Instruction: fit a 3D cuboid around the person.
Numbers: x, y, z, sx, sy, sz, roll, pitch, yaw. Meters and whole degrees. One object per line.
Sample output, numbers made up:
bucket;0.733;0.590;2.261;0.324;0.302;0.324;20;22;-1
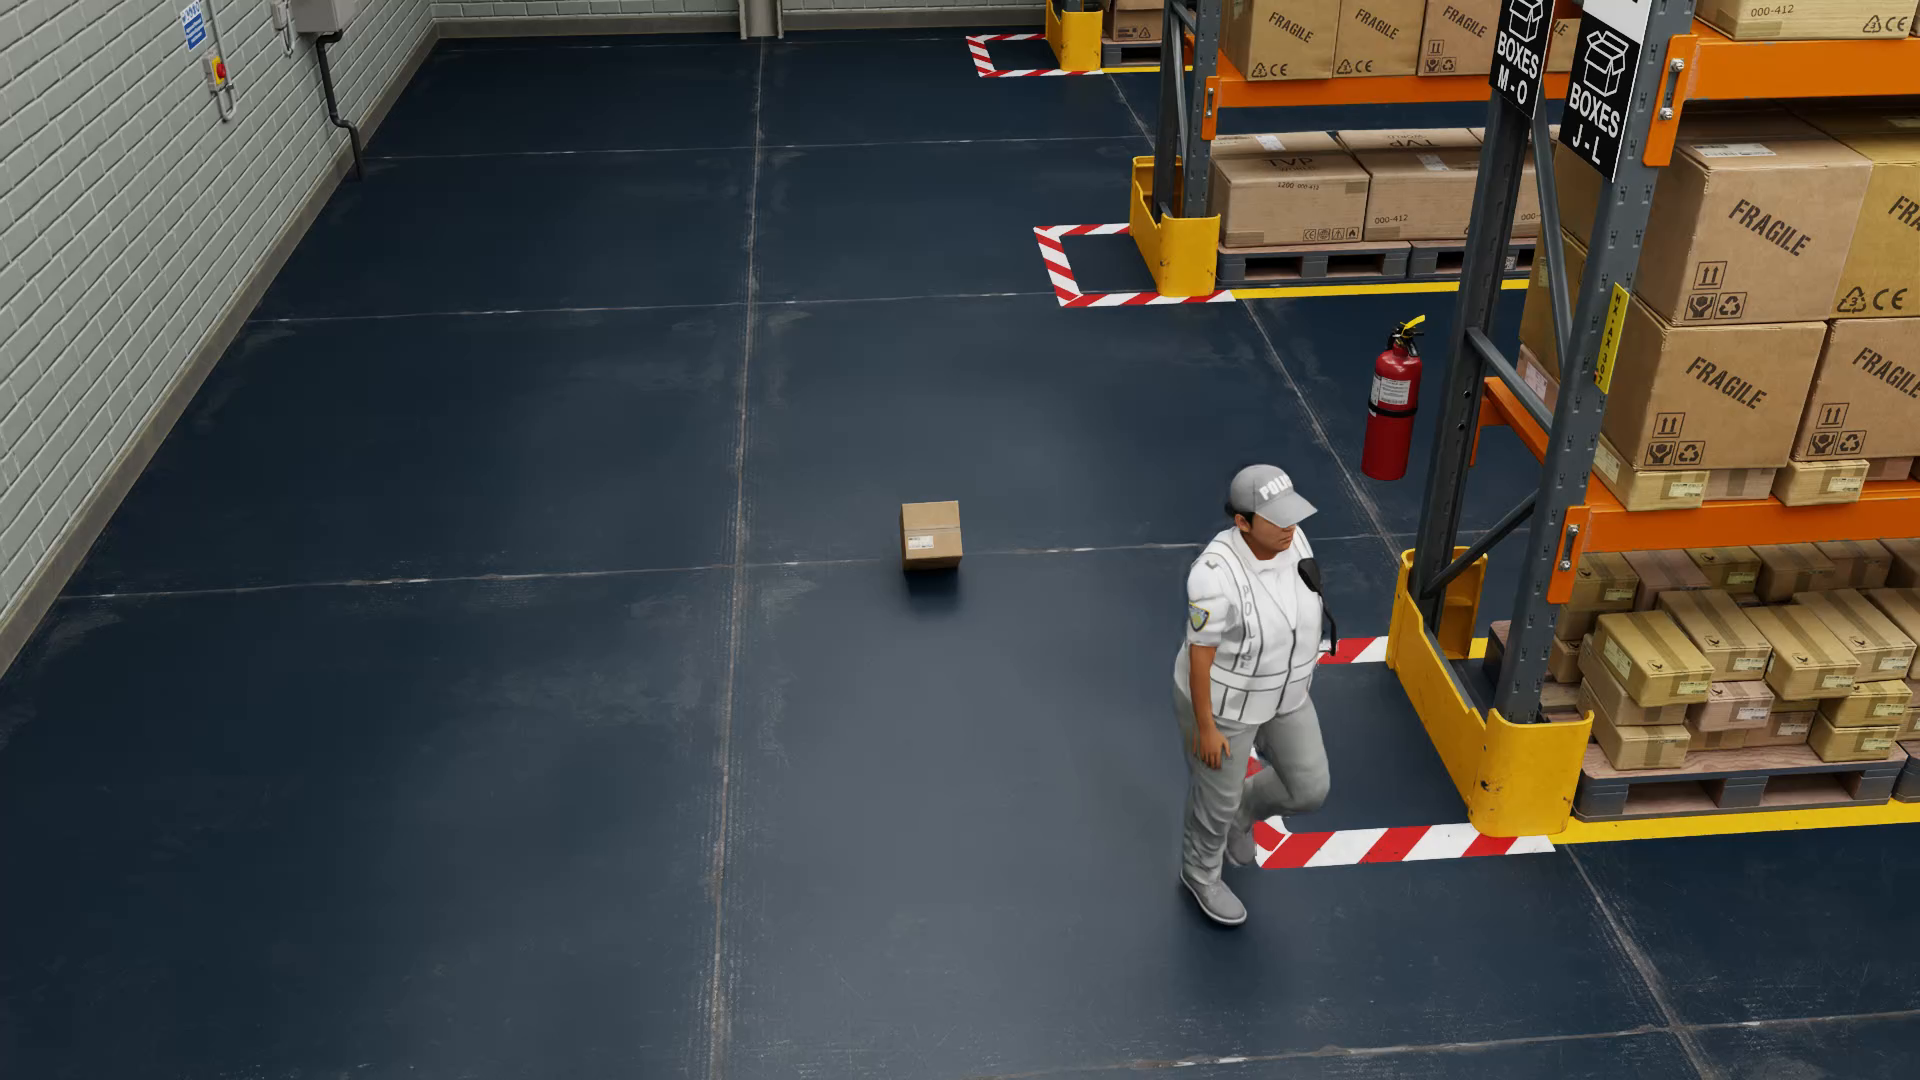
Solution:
person;0.910;0.503;5.260;0.487;1.667;0.442;-17;35;-26
